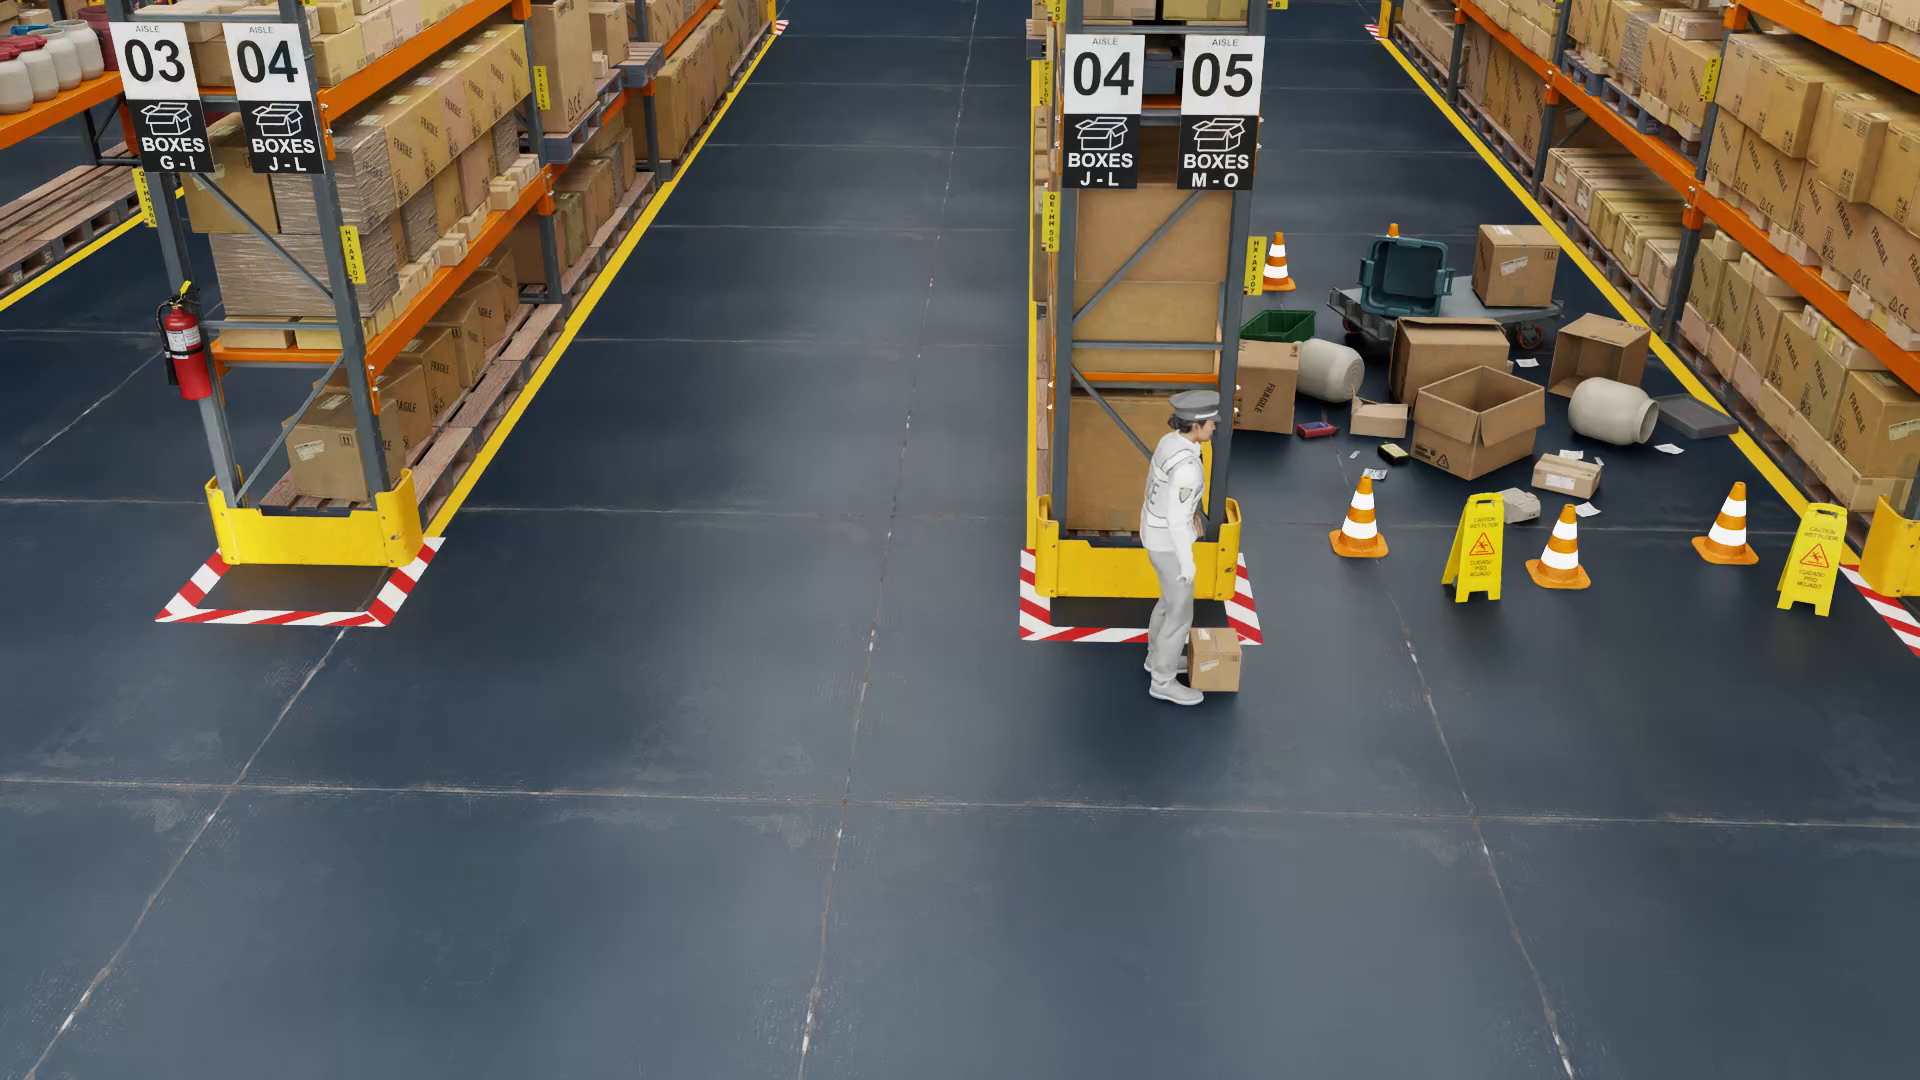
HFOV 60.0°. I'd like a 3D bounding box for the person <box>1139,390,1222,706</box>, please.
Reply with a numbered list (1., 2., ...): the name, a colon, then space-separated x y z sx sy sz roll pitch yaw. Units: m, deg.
1. person: 1.115 0.018 8.584 0.372 1.662 0.523 0 28 0
